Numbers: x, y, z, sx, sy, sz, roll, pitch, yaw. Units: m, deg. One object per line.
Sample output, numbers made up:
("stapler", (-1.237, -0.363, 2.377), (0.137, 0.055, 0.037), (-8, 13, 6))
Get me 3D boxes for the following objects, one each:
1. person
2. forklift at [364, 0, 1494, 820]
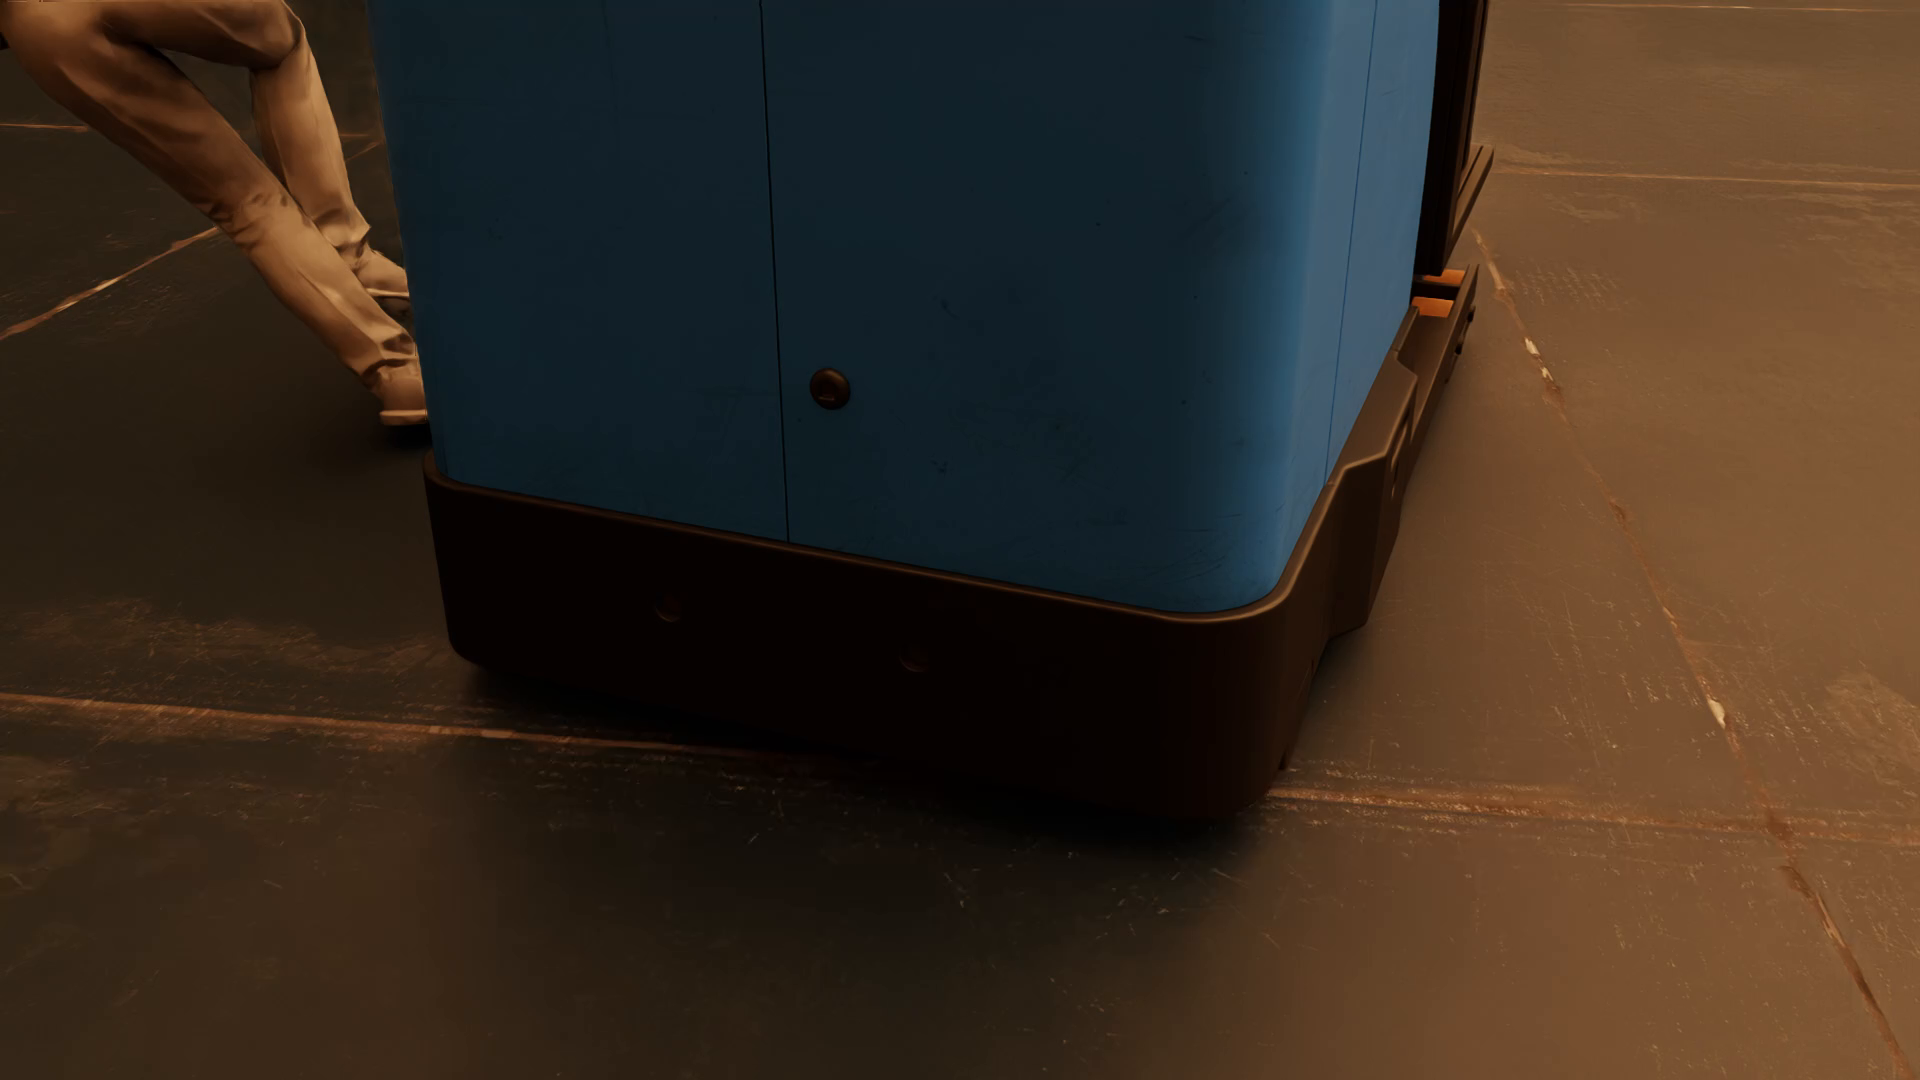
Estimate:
("person", (-1.248, -0.936, 2.778), (0.908, 1.433, 0.823), (-3, 27, -6))
("forklift", (0.364, -1.653, 2.530), (1.130, 2.935, 3.031), (10, 28, 19))
